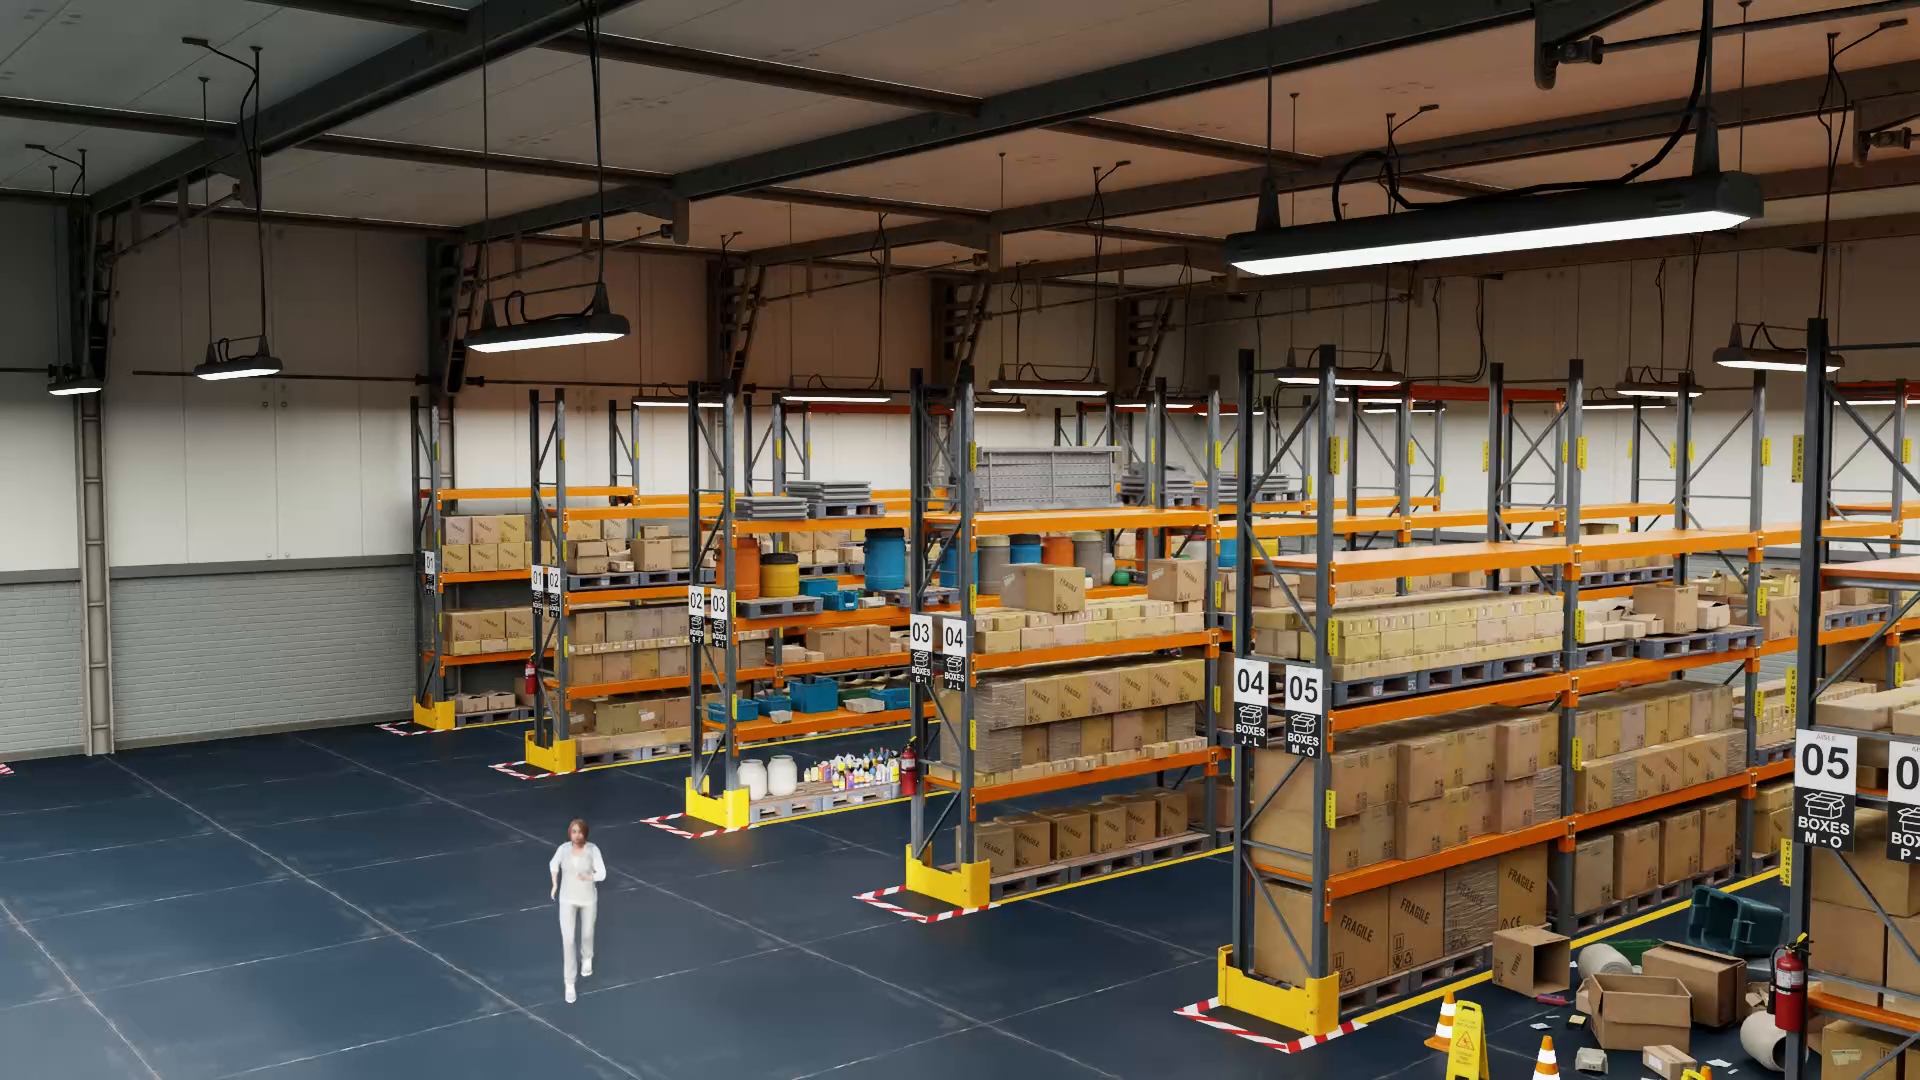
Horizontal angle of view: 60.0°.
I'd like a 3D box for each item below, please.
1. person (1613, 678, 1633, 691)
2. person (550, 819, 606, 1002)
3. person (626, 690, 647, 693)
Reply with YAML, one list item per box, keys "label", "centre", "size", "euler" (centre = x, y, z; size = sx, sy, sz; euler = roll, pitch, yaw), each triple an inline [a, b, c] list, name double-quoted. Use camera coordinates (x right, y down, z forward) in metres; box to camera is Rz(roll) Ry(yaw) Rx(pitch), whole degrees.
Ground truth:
- label: "person"
  centre: [9.925, 2.823, 24.791]
  size: [0.760, 1.755, 0.657]
  euler: [-3, 4, -38]
- label: "person"
  centre: [-3.595, 3.421, 15.649]
  size: [0.522, 1.618, 0.822]
  euler: [-1, 3, -11]
- label: "person"
  centre: [-5.666, 2.572, 29.282]
  size: [0.709, 1.718, 0.640]
  euler: [3, 4, 38]
